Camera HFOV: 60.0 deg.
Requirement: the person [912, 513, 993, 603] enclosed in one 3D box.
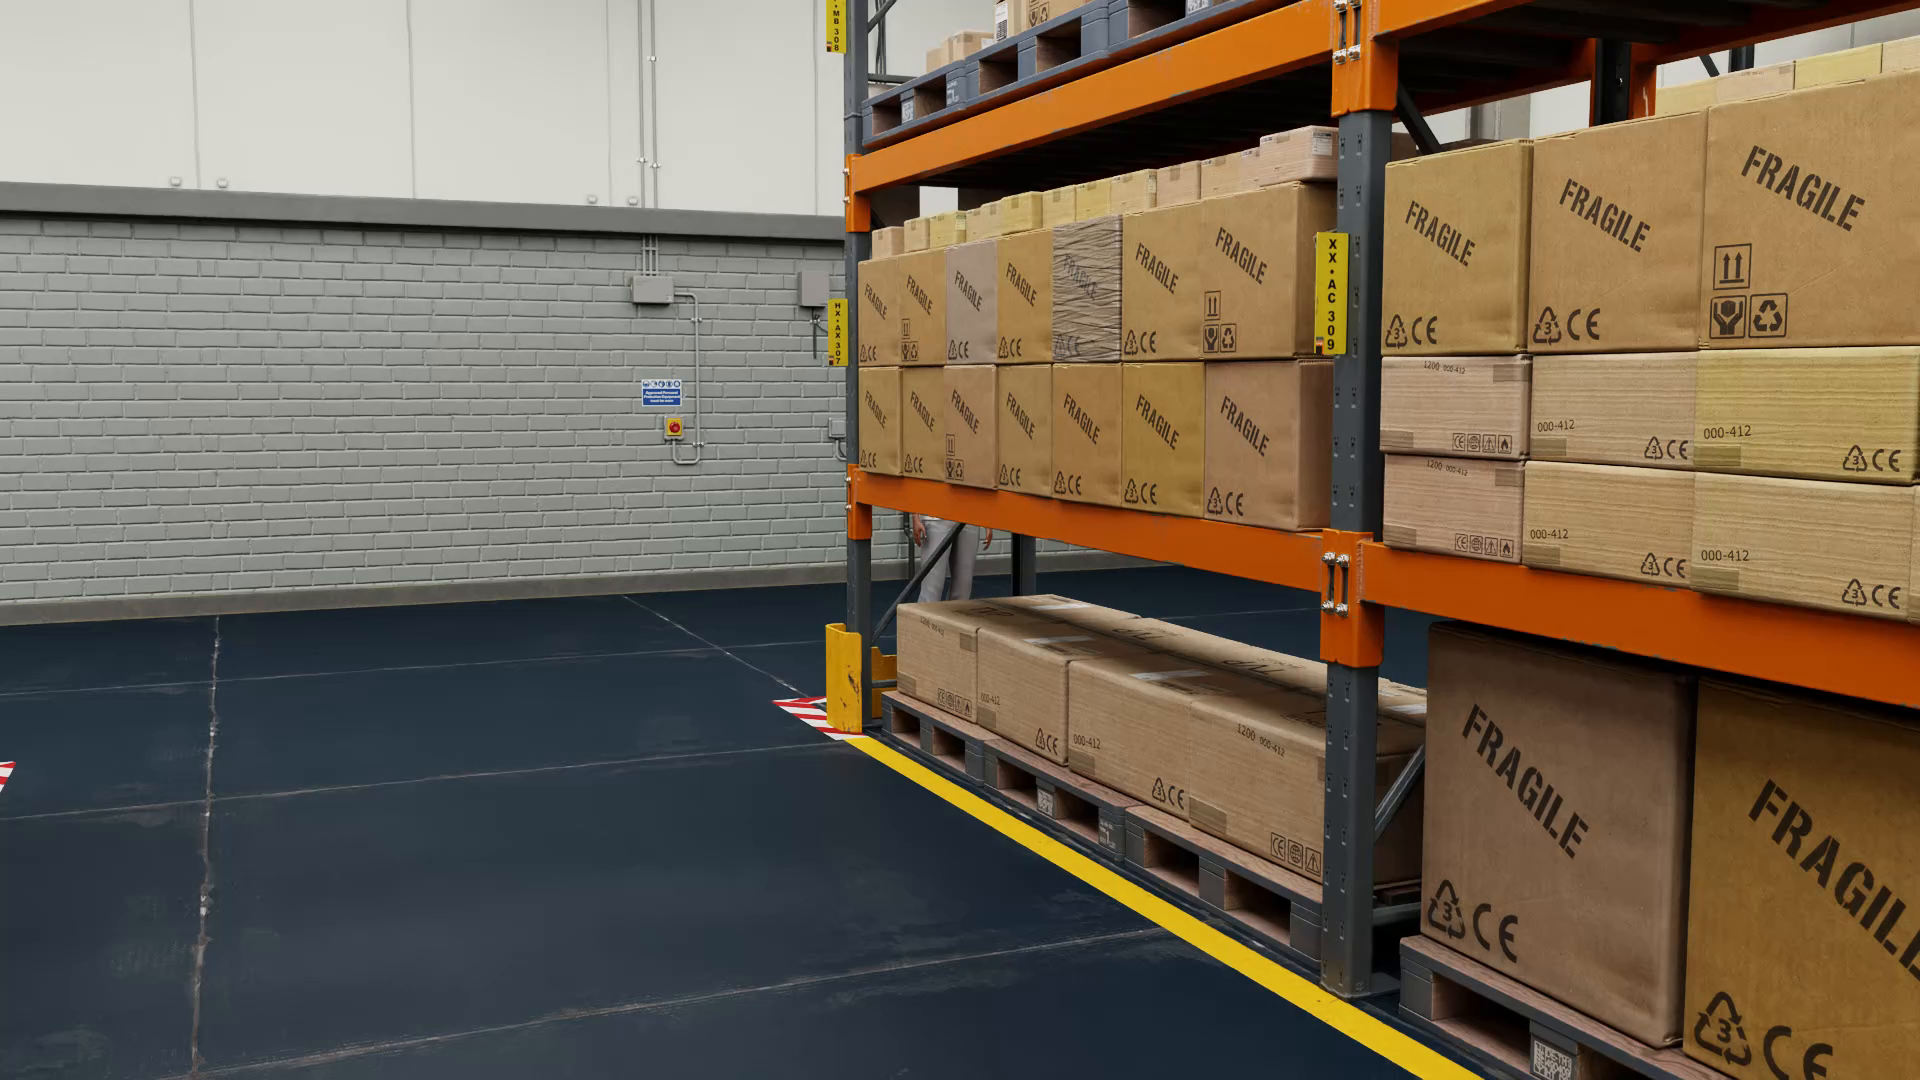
[{"bbox_3d":[-0.043,-0.093,10.202,0.569,1.694,0.529,-2,6,-24],"label":"person"}]
